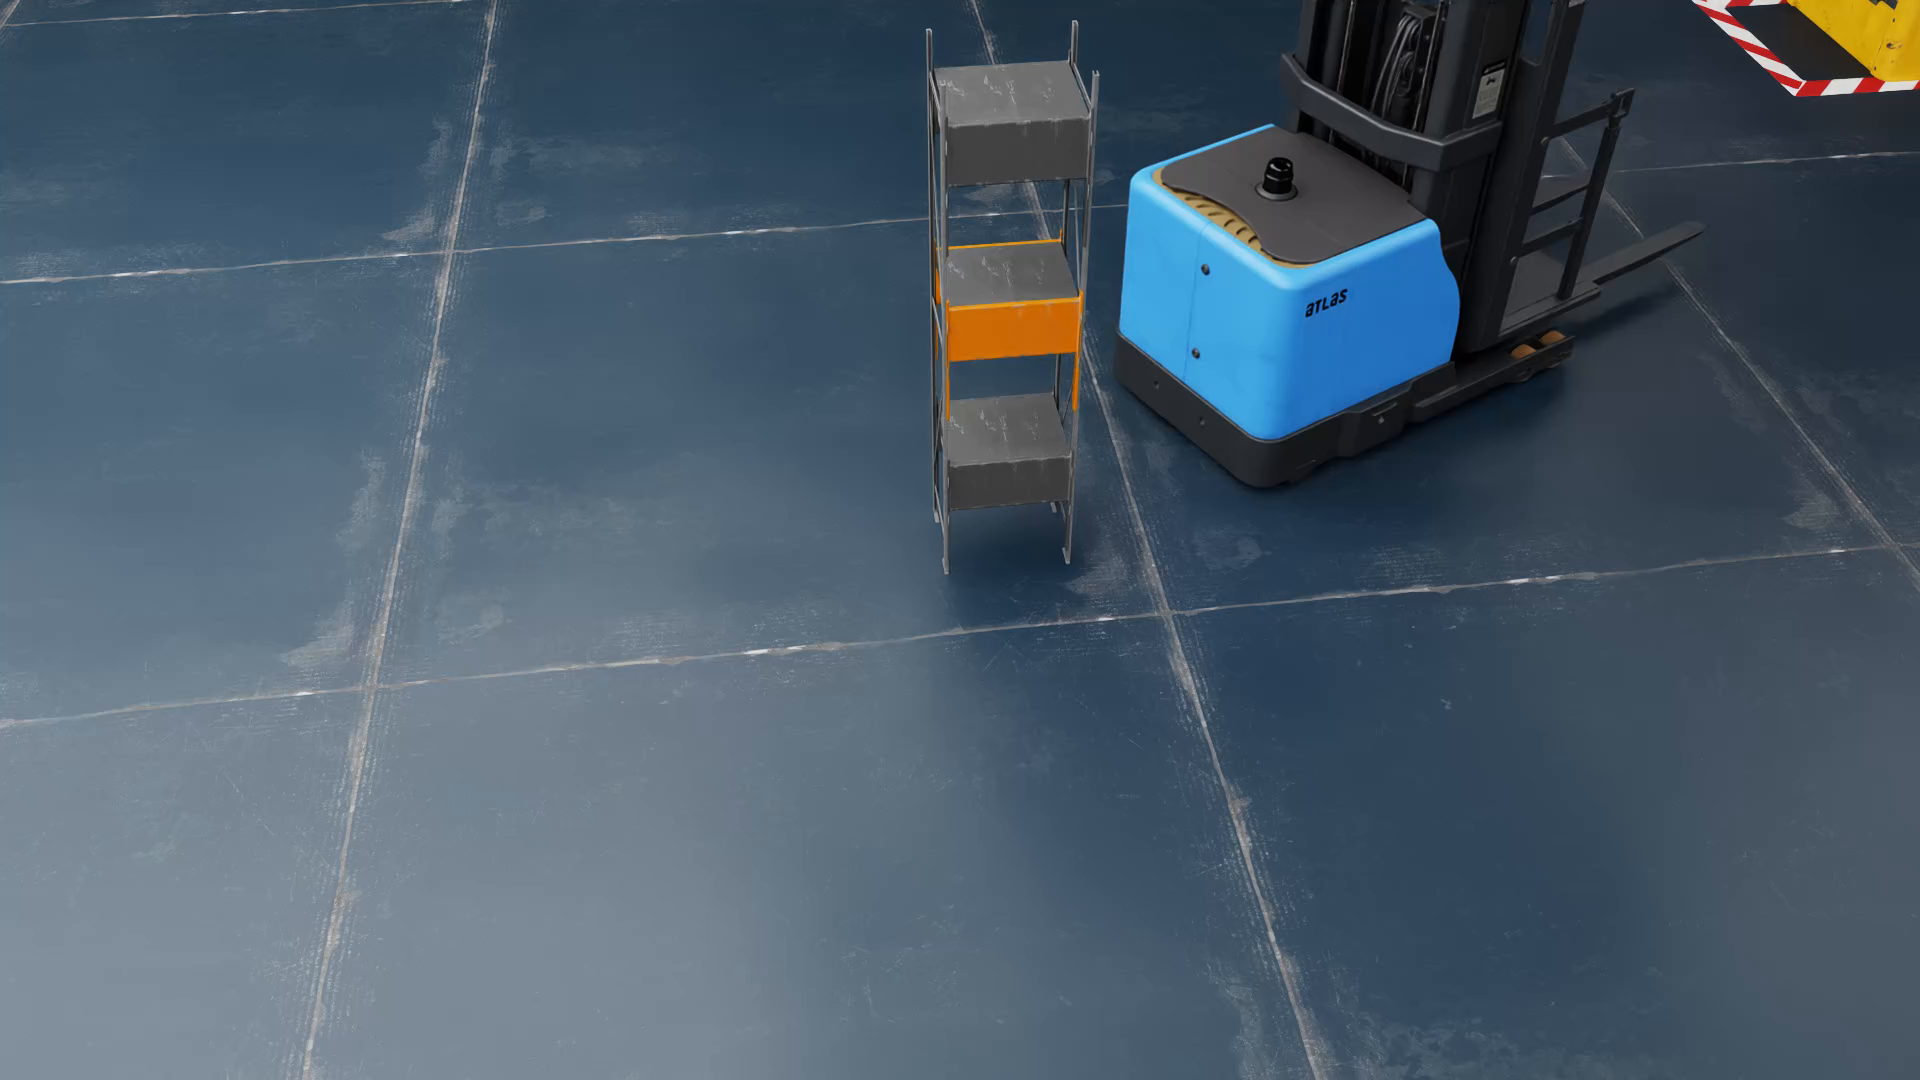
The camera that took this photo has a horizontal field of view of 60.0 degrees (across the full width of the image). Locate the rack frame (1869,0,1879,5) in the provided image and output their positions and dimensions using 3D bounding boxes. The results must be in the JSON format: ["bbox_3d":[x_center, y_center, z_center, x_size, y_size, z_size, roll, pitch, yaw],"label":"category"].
[{"bbox_3d":[5.501,-4.191,9.157,0.127,3.000,1.000,-5,42,-6],"label":"rack frame"}]

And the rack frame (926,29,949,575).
[{"bbox_3d":[-0.078,-0.773,6.039,0.015,2.100,0.400,-5,42,-6],"label":"rack frame"}]

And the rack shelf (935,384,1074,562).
[{"bbox_3d":[0.164,-0.264,6.541,0.480,0.518,0.431,-5,42,-6],"label":"rack shelf"}]

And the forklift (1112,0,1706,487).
[{"bbox_3d":[2.197,-2.078,6.865,3.031,2.935,1.130,-24,47,-24],"label":"forklift"}]

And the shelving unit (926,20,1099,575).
[{"bbox_3d":[0.164,-0.794,6.063,0.503,2.100,0.431,-5,42,-6],"label":"shelving unit"}]

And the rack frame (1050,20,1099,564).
[{"bbox_3d":[0.406,-0.815,6.086,0.015,2.100,0.400,-5,42,-6],"label":"rack frame"}]

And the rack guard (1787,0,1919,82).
[{"bbox_3d":[5.478,-3.261,9.992,0.348,0.500,1.175,-5,42,-6],"label":"rack guard"}]

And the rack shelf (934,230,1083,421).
[{"bbox_3d":[0.164,-0.784,6.072,0.480,0.518,0.431,-5,42,-6],"label":"rack shelf"}]

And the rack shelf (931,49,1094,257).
[{"bbox_3d":[0.164,-1.304,5.603,0.480,0.518,0.431,-5,42,-6],"label":"rack shelf"}]
